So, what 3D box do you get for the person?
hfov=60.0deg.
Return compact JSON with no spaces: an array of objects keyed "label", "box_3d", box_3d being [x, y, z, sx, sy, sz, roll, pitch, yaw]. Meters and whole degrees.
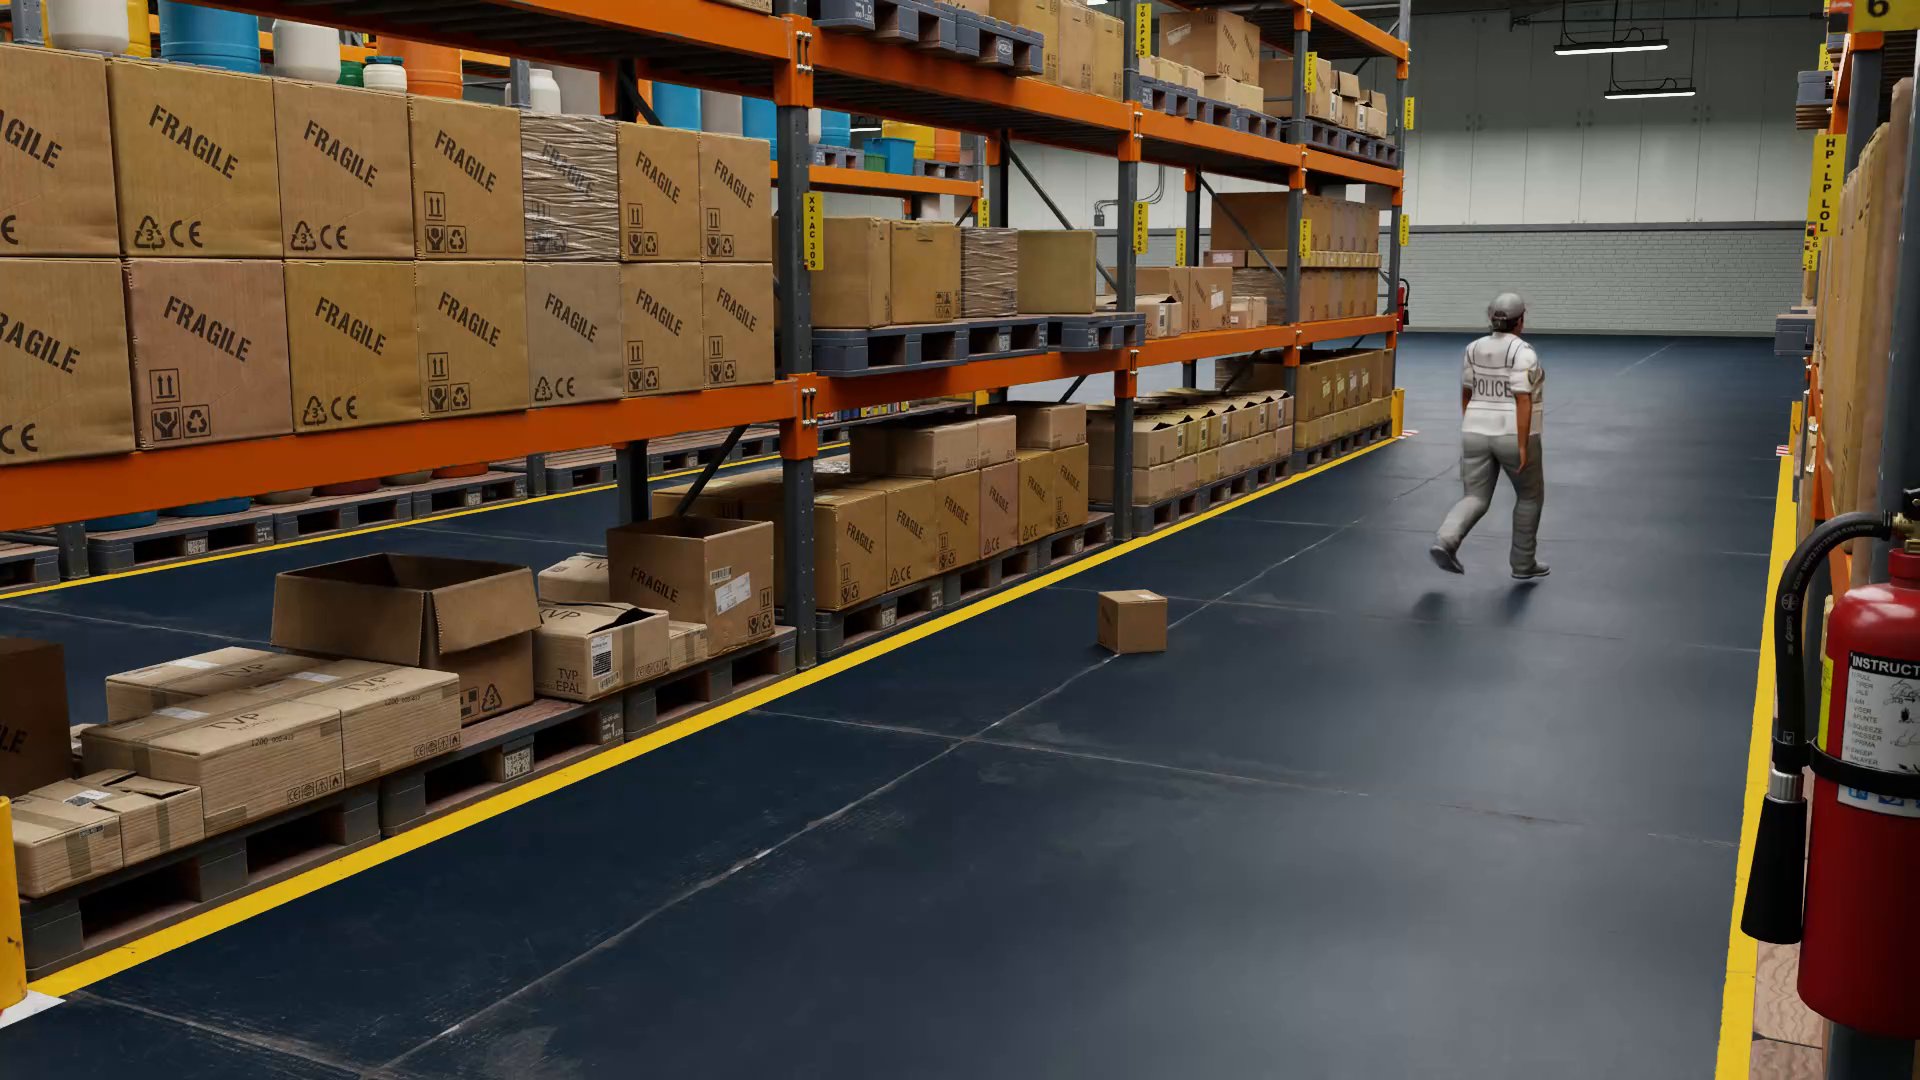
[{"label":"person","box_3d":[3.020,-0.575,9.379,0.893,1.624,0.490,-8,12,-40]}]
